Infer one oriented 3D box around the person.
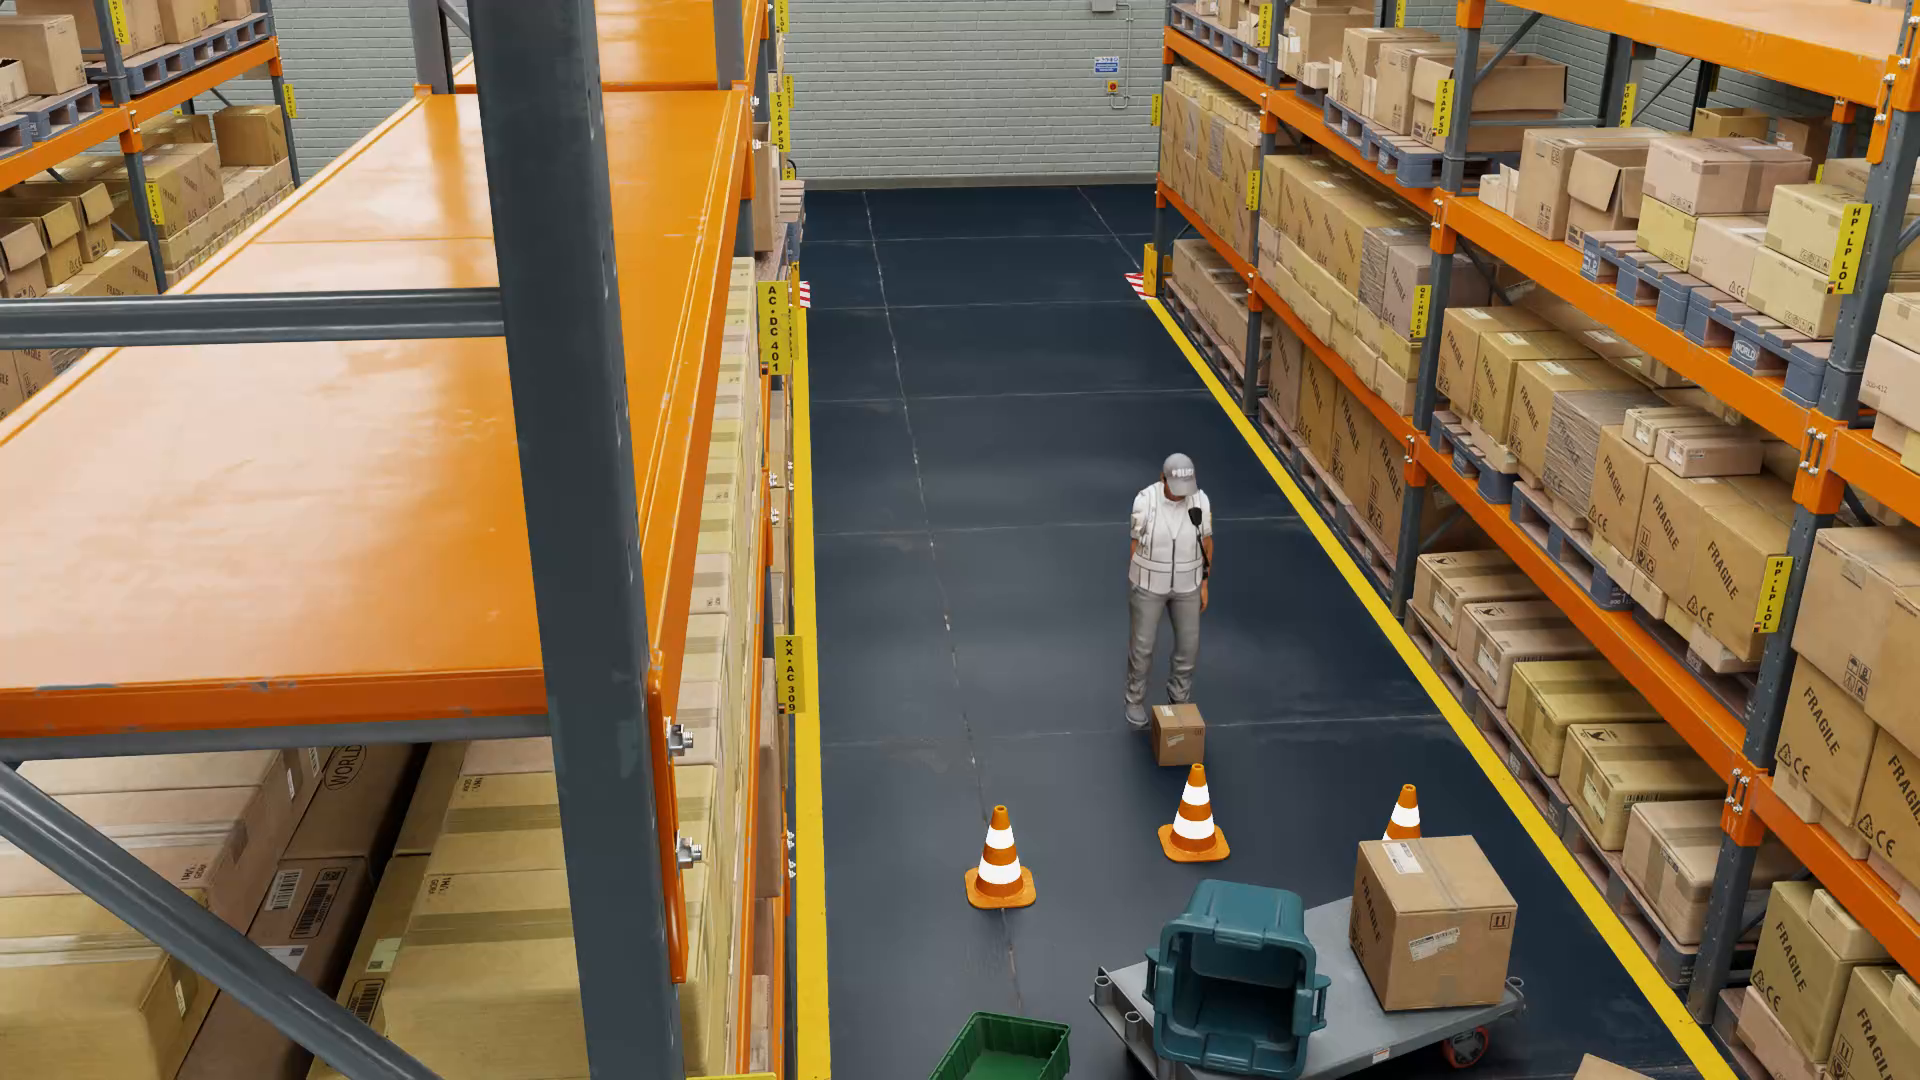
[{"bbox_3d":[1.202,0.270,9.518,0.477,1.650,0.402,-2,24,-4],"label":"person"}]
